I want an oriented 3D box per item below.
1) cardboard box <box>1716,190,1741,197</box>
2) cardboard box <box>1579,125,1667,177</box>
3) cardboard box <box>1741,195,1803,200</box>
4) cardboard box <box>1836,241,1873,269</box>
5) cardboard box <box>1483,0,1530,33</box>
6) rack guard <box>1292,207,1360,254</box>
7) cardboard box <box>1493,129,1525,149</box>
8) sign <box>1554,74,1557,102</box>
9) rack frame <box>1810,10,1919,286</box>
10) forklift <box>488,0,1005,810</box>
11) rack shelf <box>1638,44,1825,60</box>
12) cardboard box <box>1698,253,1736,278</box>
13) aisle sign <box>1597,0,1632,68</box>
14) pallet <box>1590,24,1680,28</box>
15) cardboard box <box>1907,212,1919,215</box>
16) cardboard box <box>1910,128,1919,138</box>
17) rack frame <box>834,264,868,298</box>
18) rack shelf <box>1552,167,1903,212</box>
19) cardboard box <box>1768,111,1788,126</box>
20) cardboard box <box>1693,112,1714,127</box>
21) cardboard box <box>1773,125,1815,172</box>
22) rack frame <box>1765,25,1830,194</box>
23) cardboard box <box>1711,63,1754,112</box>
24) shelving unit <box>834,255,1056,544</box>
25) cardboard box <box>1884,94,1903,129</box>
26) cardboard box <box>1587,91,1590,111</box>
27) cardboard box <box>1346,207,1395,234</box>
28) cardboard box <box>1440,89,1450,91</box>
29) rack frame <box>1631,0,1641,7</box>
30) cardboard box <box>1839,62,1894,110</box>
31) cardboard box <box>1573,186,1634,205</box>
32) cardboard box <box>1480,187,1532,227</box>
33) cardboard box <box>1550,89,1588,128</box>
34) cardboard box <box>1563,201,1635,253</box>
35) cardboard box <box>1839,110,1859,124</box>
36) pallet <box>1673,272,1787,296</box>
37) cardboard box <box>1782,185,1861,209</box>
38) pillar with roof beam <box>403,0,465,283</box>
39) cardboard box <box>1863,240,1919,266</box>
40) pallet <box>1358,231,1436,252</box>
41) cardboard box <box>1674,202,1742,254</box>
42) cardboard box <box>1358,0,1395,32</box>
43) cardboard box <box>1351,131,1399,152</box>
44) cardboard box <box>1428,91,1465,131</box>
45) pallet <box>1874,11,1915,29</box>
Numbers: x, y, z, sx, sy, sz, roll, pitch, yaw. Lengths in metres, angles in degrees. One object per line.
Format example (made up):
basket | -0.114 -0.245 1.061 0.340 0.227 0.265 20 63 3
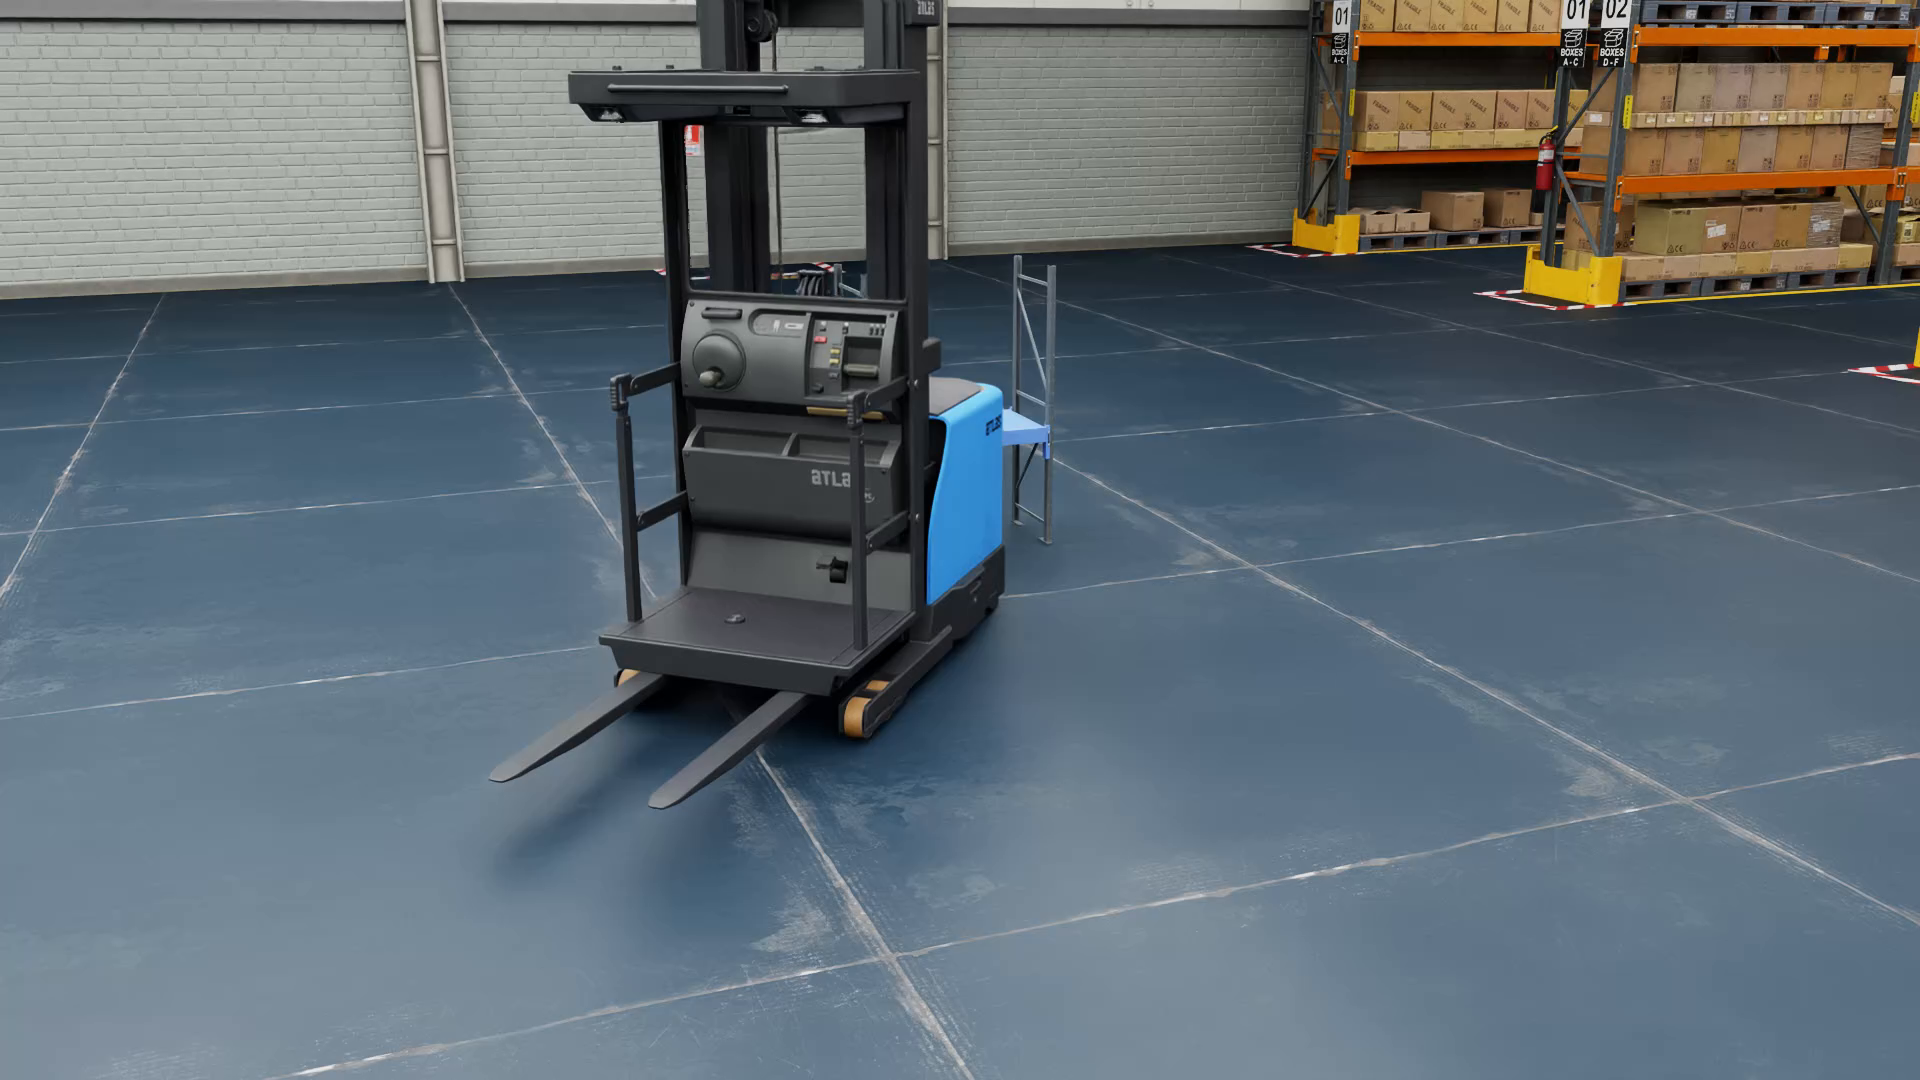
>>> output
cardboard box | 11.161 -5.090 24.764 0.500 0.500 0.700 -6 17 -20
cardboard box | 7.084 -4.168 17.792 0.500 0.500 0.700 -6 17 -20
cardboard box | 9.369 -3.705 19.196 0.500 0.500 0.500 -6 17 -20
cardboard box | 10.023 -3.258 19.004 0.500 0.250 0.500 -6 17 -20
cardboard box | 7.238 -7.050 22.247 0.500 0.500 0.500 -7 18 -22
rack guard | 4.938 -4.188 22.472 0.348 0.500 1.175 -6 17 -20
cardboard box | 7.336 -5.490 22.701 0.500 0.250 0.500 -6 17 -20
sign | 6.462 -4.890 17.952 0.005 0.325 0.100 -6 17 -20
rack frame | 10.378 -4.480 19.030 0.127 3.000 1.000 -6 17 -20
forklift | -0.760 -0.761 6.487 1.130 2.935 3.031 6 17 19
rack shelf | 10.470 -7.079 23.833 4.000 0.370 1.077 -6 17 -20
cardboard box | 8.156 -3.056 18.316 0.500 0.250 0.500 -6 17 -20
aisle sign | 6.691 -5.237 16.994 0.004 0.787 0.394 -6 17 -20
pallet | 9.217 -7.166 23.188 1.003 0.211 1.213 -6 17 -20
cardboard box | 11.323 -3.657 19.366 0.500 0.311 0.500 -6 18 -21
cardboard box | 14.404 -6.230 25.399 0.250 0.149 0.380 -6 17 -18
rack frame | -0.554 -0.660 8.683 0.032 1.500 0.500 -6 17 -20
rack shelf | 8.511 -3.933 18.445 4.000 0.370 1.077 -6 17 -20
cardboard box | 8.768 -4.600 18.111 0.250 0.149 0.380 -6 17 -18
cardboard box | 7.802 -4.496 17.756 0.250 0.149 0.380 -6 18 -21
cardboard box | 9.006 -4.377 18.503 0.500 0.500 0.700 -6 17 -19
rack frame | 12.337 -6.186 24.841 0.127 3.000 1.000 -6 17 -20
cardboard box | 8.093 -4.902 17.987 0.500 0.500 0.700 -6 17 -20
shelving unit | -0.080 -0.711 8.858 1.048 1.500 0.538 -6 17 -20
cardboard box | 13.839 -6.468 25.060 0.500 0.500 0.500 -6 17 -20
cardboard box | 9.090 -6.084 23.536 0.500 0.500 0.700 -6 17 -20
cardboard box | 5.545 -4.347 22.568 0.500 0.311 0.500 -8 18 -26
cardboard box | 6.656 -5.933 22.877 0.500 0.500 0.500 -6 17 -19
rack frame | 6.643 -6.955 16.812 0.127 3.000 1.000 -6 17 -20
cardboard box | 9.966 -5.104 18.676 0.500 0.500 0.700 -6 17 -20
cardboard box | 9.284 -4.873 24.025 0.500 0.500 0.700 -6 17 -18
cardboard box | 7.647 -4.680 23.366 0.500 0.500 0.500 -8 18 -24
cardboard box | 8.271 -5.951 22.941 0.500 0.500 0.500 -6 17 -20
cardboard box | 7.037 -3.451 18.331 0.500 0.500 0.500 -6 17 -20
cardboard box | 9.726 -4.704 18.464 0.250 0.149 0.380 -7 18 -22
pallet | 8.480 -2.949 18.765 1.213 0.211 1.003 -6 17 -20
cardboard box | 13.071 -5.396 25.219 0.750 0.750 0.750 -6 18 -21
pillar with roof beam | -4.454 -6.214 14.287 0.400 9.000 9.100 -6 17 -20
cardboard box | 10.844 -3.338 19.275 0.500 0.250 0.500 -7 18 -21
pallet | 5.709 -4.122 22.760 1.213 0.211 1.003 -6 17 -20
cardboard box | 8.152 -3.419 18.221 0.500 0.500 0.500 -6 17 -20
cardboard box | 5.269 -6.844 21.545 0.500 0.500 0.500 -6 17 -19
cardboard box | 5.436 -5.283 21.996 0.500 0.250 0.500 -7 18 -22
cardboard box | 6.370 -5.744 22.234 0.500 0.500 0.500 -7 18 -22
pallet | 11.197 -5.920 18.949 1.217 0.209 0.805 -7 18 -22
